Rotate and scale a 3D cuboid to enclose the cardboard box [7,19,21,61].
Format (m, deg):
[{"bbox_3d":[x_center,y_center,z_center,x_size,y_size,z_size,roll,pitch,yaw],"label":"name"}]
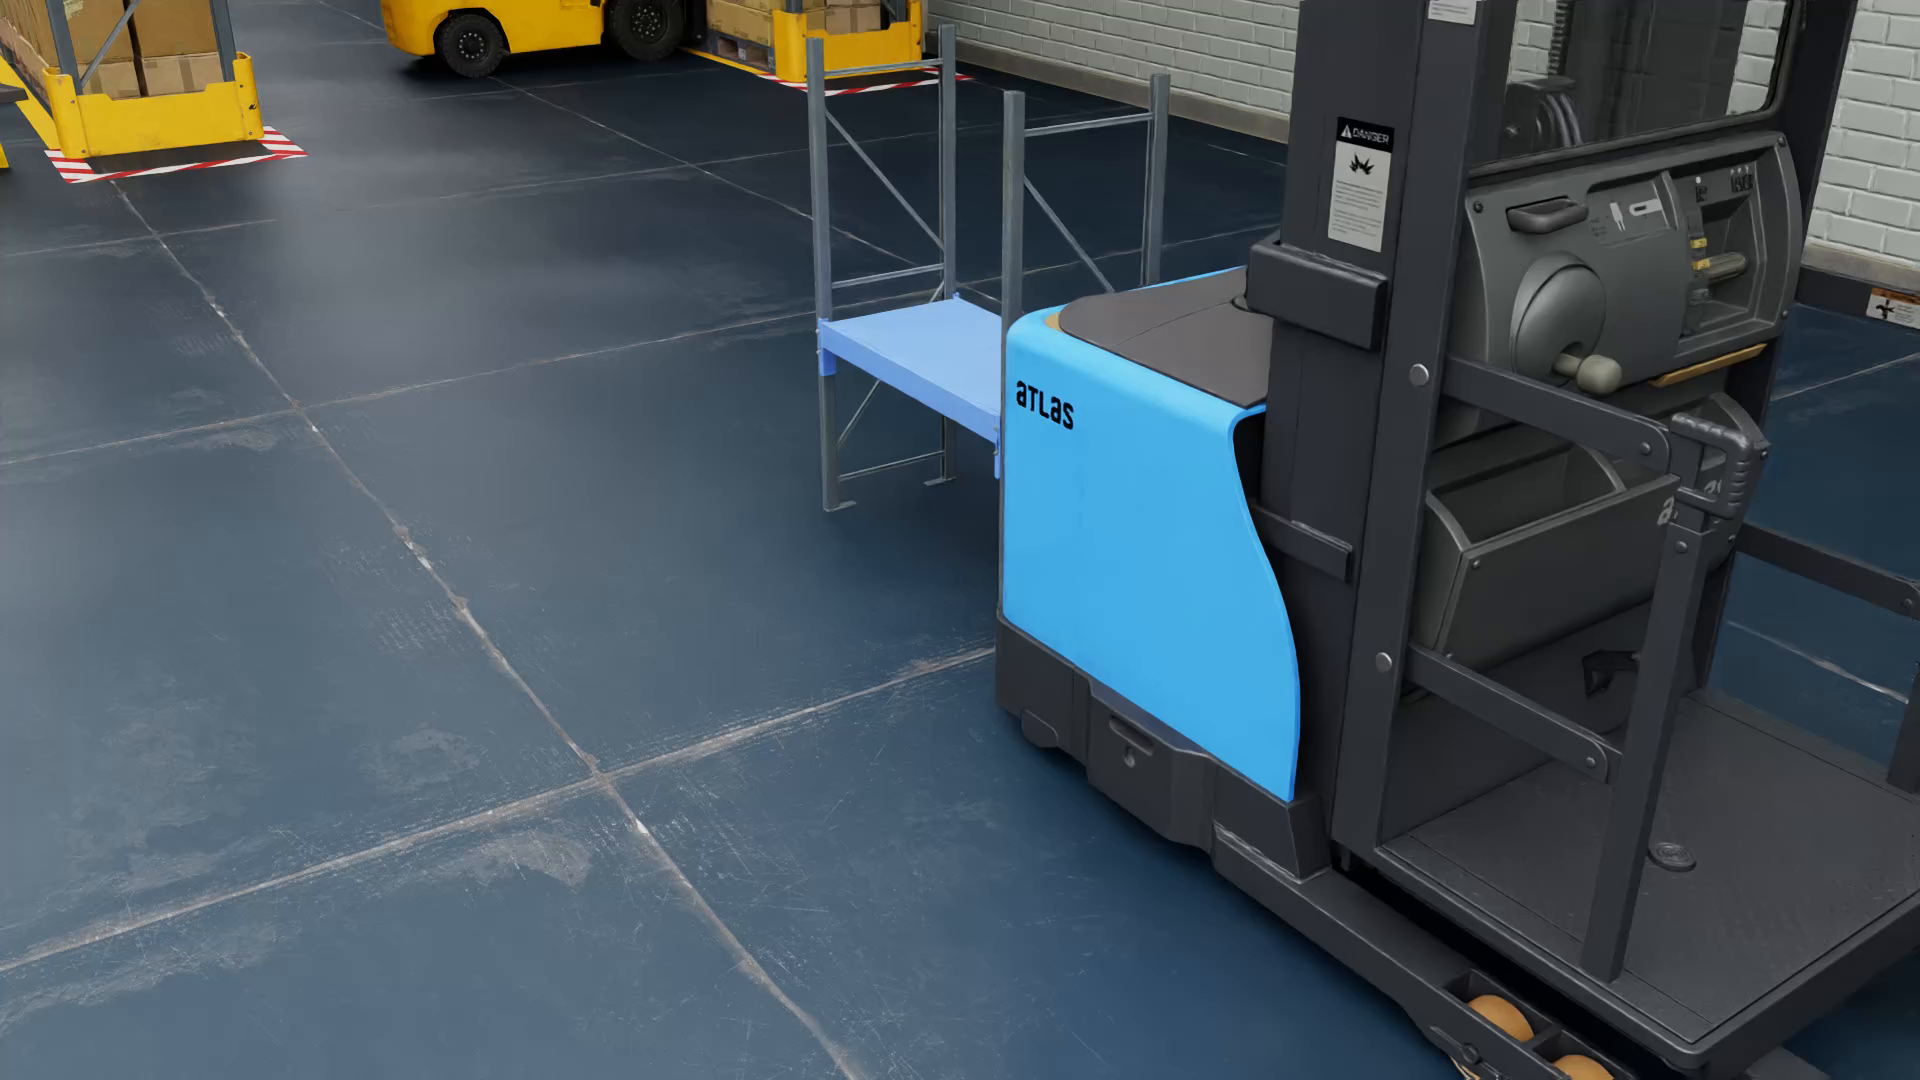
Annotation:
[{"bbox_3d":[-6.814,-3.770,12.452,0.500,0.250,0.500,-14,29,-27],"label":"cardboard box"}]

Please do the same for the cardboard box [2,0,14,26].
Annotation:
[{"bbox_3d":[-6.813,-4.109,12.291,0.500,0.500,0.500,-14,29,-28],"label":"cardboard box"}]

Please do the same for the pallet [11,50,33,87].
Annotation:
[{"bbox_3d":[-6.815,-3.793,13.037,1.003,0.211,1.213,-16,29,-30],"label":"pallet"}]

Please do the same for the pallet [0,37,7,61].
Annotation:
[{"bbox_3d":[-7.637,-4.303,14.118,1.003,0.211,1.213,-16,29,-30],"label":"pallet"}]

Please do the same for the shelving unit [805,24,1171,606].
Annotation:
[{"bbox_3d":[0.047,-0.648,4.865,0.538,1.500,1.048,-16,29,-30],"label":"shelving unit"}]

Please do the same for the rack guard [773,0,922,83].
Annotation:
[{"bbox_3d":[-0.858,-3.874,12.871,1.175,0.500,0.348,-16,29,-30],"label":"rack guard"}]

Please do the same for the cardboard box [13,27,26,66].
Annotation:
[{"bbox_3d":[-6.523,-3.581,12.051,0.500,0.250,0.500,-16,30,-30],"label":"cardboard box"}]

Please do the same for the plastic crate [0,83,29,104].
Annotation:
[{"bbox_3d":[-7.041,-3.213,11.962,0.583,0.080,0.402,18,31,33],"label":"plastic crate"}]

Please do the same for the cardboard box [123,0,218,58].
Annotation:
[{"bbox_3d":[-5.250,-3.502,11.006,0.500,0.500,0.500,-17,30,-31],"label":"cardboard box"}]

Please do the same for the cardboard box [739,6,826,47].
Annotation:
[{"bbox_3d":[-1.392,-4.054,13.053,0.500,0.250,0.500,-15,29,-29],"label":"cardboard box"}]

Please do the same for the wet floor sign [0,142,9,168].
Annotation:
[{"bbox_3d":[-5.820,-2.473,9.733,0.267,0.644,0.232,-6,26,-12],"label":"wet floor sign"}]

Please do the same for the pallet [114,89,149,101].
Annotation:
[{"bbox_3d":[-5.483,-2.920,11.189,1.003,0.211,1.213,-16,29,-30],"label":"pallet"}]

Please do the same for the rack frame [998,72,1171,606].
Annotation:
[{"bbox_3d":[0.324,-0.466,4.480,0.500,1.500,0.032,-16,29,-30],"label":"rack frame"}]

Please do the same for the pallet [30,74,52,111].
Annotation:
[{"bbox_3d":[-6.145,-3.356,12.112,1.003,0.211,1.213,-16,29,-30],"label":"pallet"}]

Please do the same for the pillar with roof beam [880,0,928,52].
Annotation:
[{"bbox_3d":[-4.103,-7.182,9.923,9.100,9.000,0.400,-16,29,-30],"label":"pillar with roof beam"}]

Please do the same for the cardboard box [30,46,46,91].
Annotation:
[{"bbox_3d":[-5.970,-3.215,11.276,0.500,0.250,0.500,-15,29,-29],"label":"cardboard box"}]

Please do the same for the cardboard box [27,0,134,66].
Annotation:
[{"bbox_3d":[-5.683,-3.367,10.718,0.500,0.500,0.500,-15,29,-29],"label":"cardboard box"}]

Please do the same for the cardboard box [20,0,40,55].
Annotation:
[{"bbox_3d":[-5.971,-3.552,11.112,0.500,0.500,0.500,-14,29,-28],"label":"cardboard box"}]

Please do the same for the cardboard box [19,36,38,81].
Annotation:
[{"bbox_3d":[-6.261,-3.401,11.670,0.500,0.250,0.500,-17,30,-31],"label":"cardboard box"}]

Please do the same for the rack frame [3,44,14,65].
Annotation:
[{"bbox_3d":[-7.211,-5.286,12.934,1.000,3.000,0.127,-16,29,-30],"label":"rack frame"}]

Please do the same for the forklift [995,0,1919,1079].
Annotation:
[{"bbox_3d":[1.345,-0.474,2.821,1.130,2.935,3.031,-17,30,-31],"label":"forklift"}]

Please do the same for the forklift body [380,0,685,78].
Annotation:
[{"bbox_3d":[-3.434,-4.883,13.073,2.313,2.155,1.214,-16,29,-30],"label":"forklift body"}]

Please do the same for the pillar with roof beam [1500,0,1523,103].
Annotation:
[{"bbox_3d":[-0.827,-5.036,5.377,9.100,9.000,0.400,-16,29,-30],"label":"pillar with roof beam"}]

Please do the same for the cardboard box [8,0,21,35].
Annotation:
[{"bbox_3d":[-6.531,-3.923,11.897,0.500,0.500,0.500,-14,29,-27],"label":"cardboard box"}]

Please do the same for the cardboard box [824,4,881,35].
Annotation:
[{"bbox_3d":[-0.975,-4.181,13.322,0.500,0.250,0.500,-15,29,-29],"label":"cardboard box"}]

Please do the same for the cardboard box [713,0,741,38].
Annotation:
[{"bbox_3d":[-1.655,-4.234,13.435,0.500,0.250,0.500,-16,29,-30],"label":"cardboard box"}]

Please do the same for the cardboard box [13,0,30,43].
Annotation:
[{"bbox_3d":[-6.241,-3.735,11.498,0.500,0.500,0.500,-16,30,-31],"label":"cardboard box"}]

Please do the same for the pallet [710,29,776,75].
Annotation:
[{"bbox_3d":[-1.323,-4.016,13.510,1.003,0.211,1.213,-16,29,-30],"label":"pallet"}]

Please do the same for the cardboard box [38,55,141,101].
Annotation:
[{"bbox_3d":[-5.707,-3.037,10.898,0.500,0.250,0.500,-16,29,-30],"label":"cardboard box"}]

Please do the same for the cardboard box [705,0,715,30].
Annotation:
[{"bbox_3d":[-1.921,-4.415,13.818,0.500,0.250,0.500,-15,29,-29],"label":"cardboard box"}]

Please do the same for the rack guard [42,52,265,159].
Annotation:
[{"bbox_3d":[-5.069,-2.752,10.494,1.175,0.500,0.348,-16,29,-30],"label":"rack guard"}]

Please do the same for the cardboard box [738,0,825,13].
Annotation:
[{"bbox_3d":[-1.398,-4.287,12.961,0.500,0.250,0.500,-16,30,-30],"label":"cardboard box"}]

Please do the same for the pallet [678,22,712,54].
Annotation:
[{"bbox_3d":[-1.985,-4.452,14.433,1.003,0.211,1.213,-16,29,-30],"label":"pallet"}]

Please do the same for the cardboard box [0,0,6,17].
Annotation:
[{"bbox_3d":[-7.115,-4.298,12.690,0.500,0.500,0.500,-14,29,-27],"label":"cardboard box"}]

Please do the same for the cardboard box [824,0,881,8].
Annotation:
[{"bbox_3d":[-0.953,-4.402,13.205,0.500,0.250,0.500,-15,29,-29],"label":"cardboard box"}]

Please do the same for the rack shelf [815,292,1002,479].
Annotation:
[{"bbox_3d":[0.047,-0.485,4.942,0.538,0.185,1.000,-16,29,-30],"label":"rack shelf"}]

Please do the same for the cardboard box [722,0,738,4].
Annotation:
[{"bbox_3d":[-1.663,-4.469,13.346,0.500,0.250,0.500,-16,30,-30],"label":"cardboard box"}]

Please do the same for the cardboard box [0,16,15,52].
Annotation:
[{"bbox_3d":[-7.115,-3.958,12.851,0.500,0.250,0.500,-17,30,-32],"label":"cardboard box"}]

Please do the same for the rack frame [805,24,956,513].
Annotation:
[{"bbox_3d":[-0.231,-0.830,5.250,0.500,1.500,0.032,-16,29,-30],"label":"rack frame"}]

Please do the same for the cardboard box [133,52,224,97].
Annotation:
[{"bbox_3d":[-5.236,-3.155,11.148,0.500,0.250,0.500,-16,30,-30],"label":"cardboard box"}]

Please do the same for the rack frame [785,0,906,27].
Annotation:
[{"bbox_3d":[-0.871,-5.013,12.356,1.000,3.000,0.127,-16,29,-30],"label":"rack frame"}]

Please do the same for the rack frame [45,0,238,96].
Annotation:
[{"bbox_3d":[-5.027,-3.855,9.903,1.000,3.000,0.127,-16,29,-30],"label":"rack frame"}]

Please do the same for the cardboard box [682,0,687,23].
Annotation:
[{"bbox_3d":[-2.223,-4.596,14.201,0.500,0.250,0.500,-15,29,-28],"label":"cardboard box"}]
